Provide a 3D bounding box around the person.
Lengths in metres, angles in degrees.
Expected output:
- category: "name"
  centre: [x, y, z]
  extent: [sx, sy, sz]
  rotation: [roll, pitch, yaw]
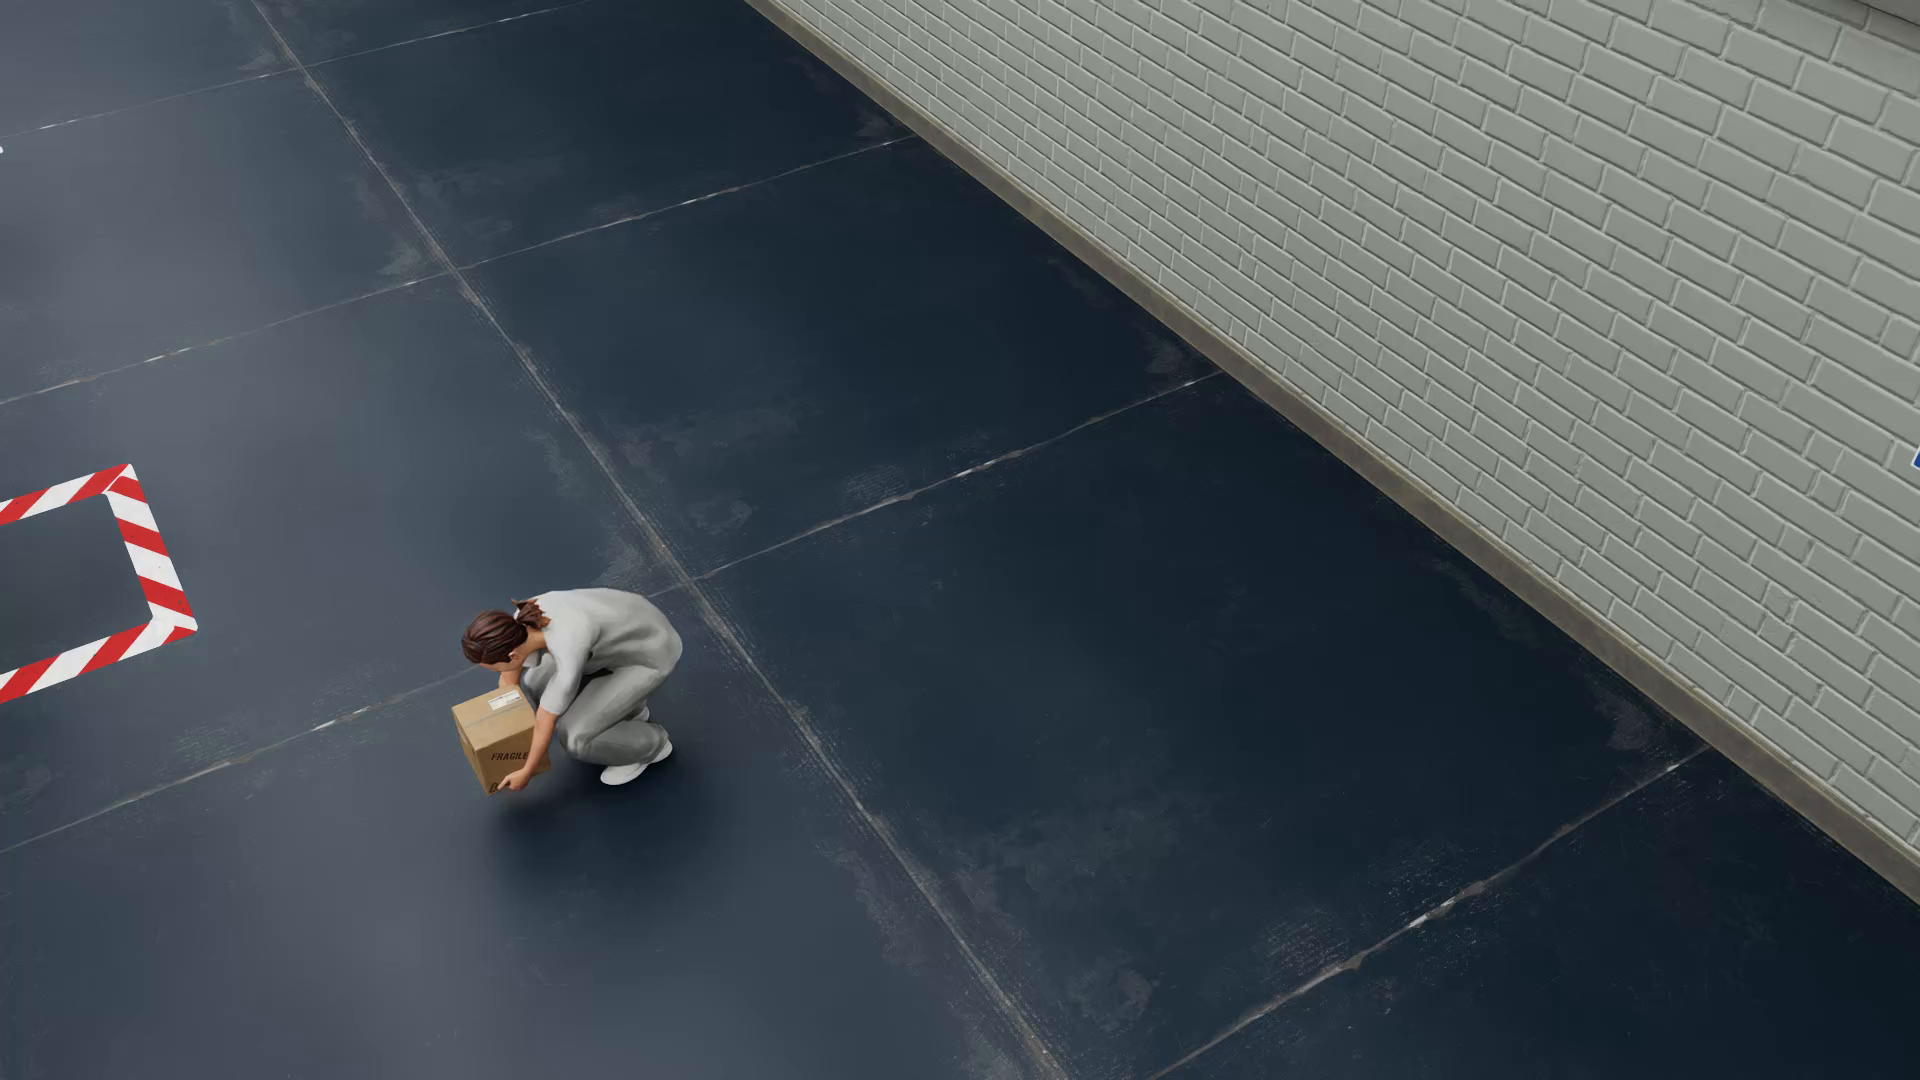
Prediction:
- category: "person"
  centre: [-1.417, 0.502, 6.137]
  extent: [0.810, 0.952, 0.462]
  rotation: [-24, 46, -25]
